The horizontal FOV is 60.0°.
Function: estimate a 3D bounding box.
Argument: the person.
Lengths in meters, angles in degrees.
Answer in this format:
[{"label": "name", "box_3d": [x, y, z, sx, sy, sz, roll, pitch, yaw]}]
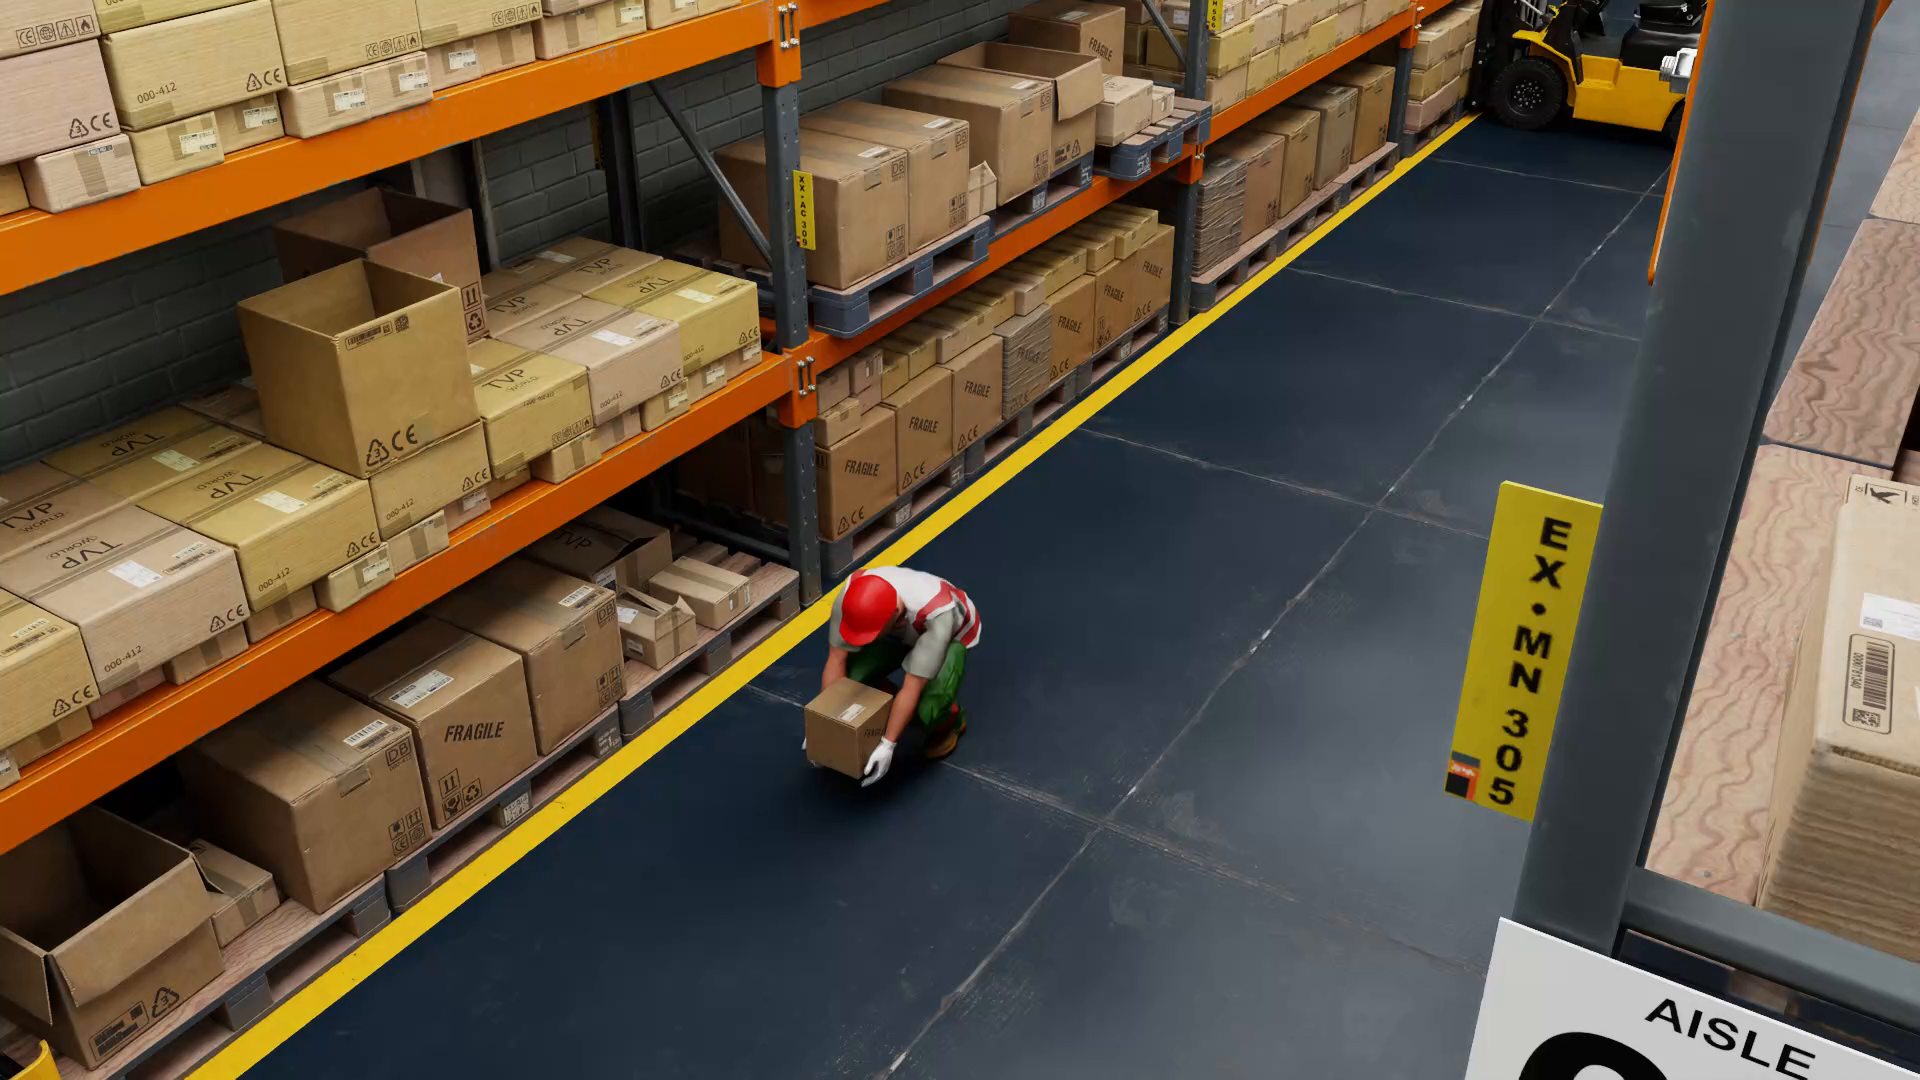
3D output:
[{"label": "person", "box_3d": [-0.241, 0.448, 6.634, 0.544, 0.996, 0.893, 17, 34, 27]}]
